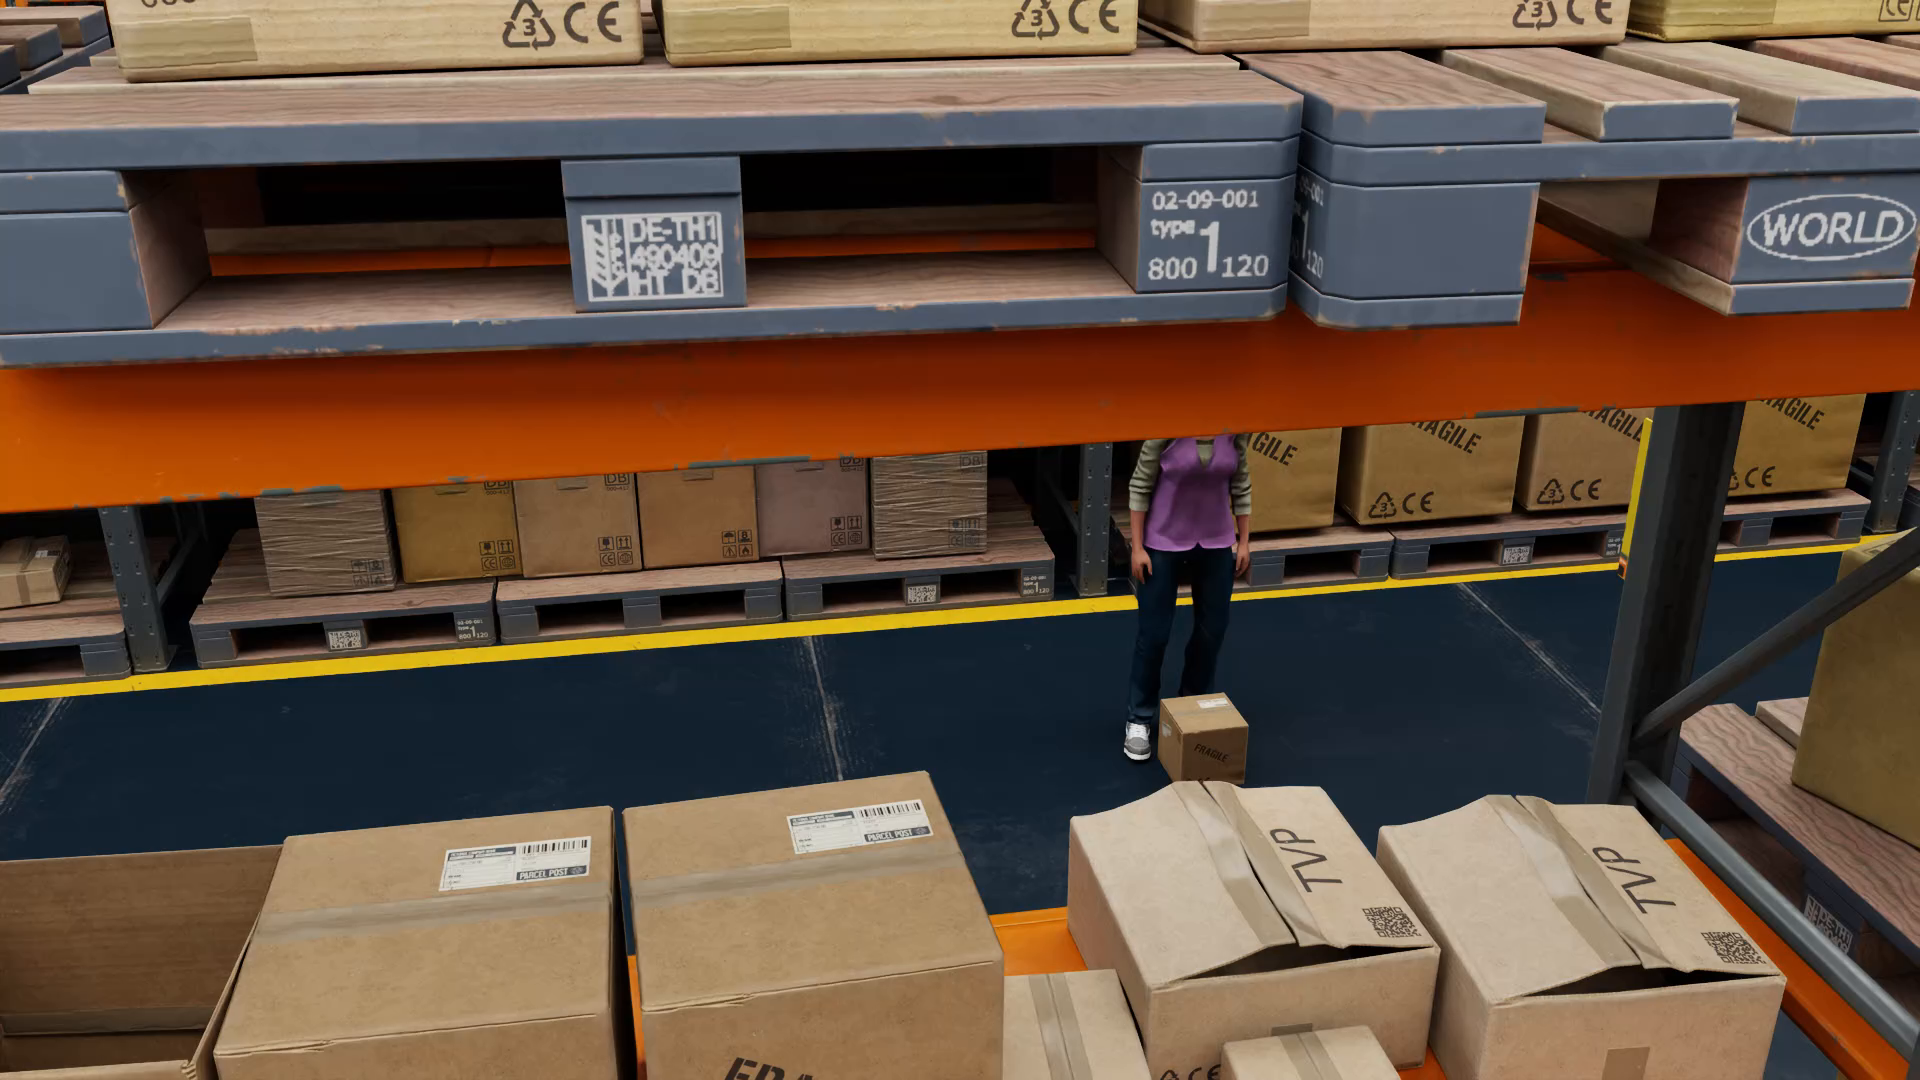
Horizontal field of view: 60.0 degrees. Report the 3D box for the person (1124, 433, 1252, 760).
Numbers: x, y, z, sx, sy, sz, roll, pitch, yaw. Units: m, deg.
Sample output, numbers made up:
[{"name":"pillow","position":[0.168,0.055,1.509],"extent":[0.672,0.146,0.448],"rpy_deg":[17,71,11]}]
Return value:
[{"name":"person","position":[0.831,0.030,6.044],"extent":[0.463,1.593,0.344],"rpy_deg":[-4,24,-10]}]
